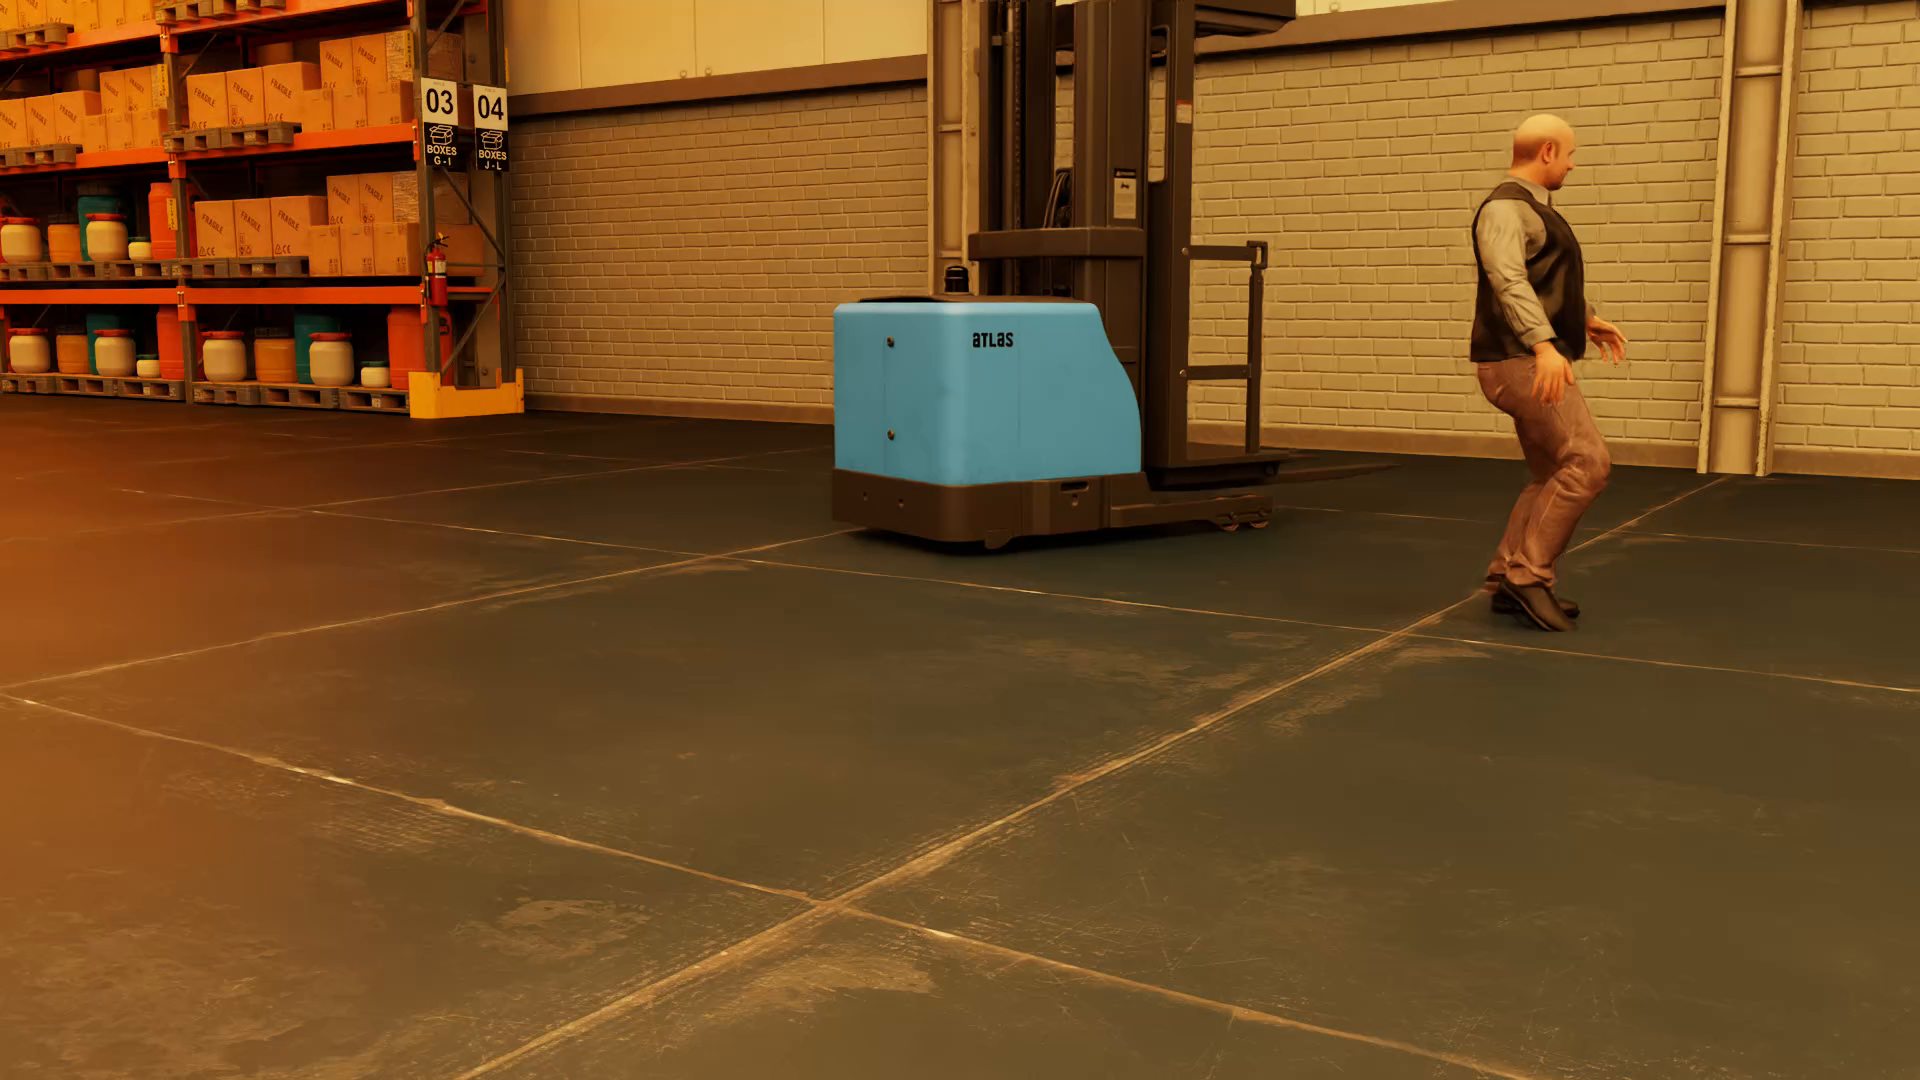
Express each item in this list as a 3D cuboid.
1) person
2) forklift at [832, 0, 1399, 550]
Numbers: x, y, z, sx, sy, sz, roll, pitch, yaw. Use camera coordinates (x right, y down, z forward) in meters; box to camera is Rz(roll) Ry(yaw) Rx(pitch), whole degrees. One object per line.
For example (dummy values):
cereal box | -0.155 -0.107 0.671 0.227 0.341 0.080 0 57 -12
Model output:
person | 1.998 -0.559 5.637 0.497 1.729 0.843 5 10 32
forklift | 0.901 -1.546 8.066 3.031 2.935 1.130 -6 10 -35
